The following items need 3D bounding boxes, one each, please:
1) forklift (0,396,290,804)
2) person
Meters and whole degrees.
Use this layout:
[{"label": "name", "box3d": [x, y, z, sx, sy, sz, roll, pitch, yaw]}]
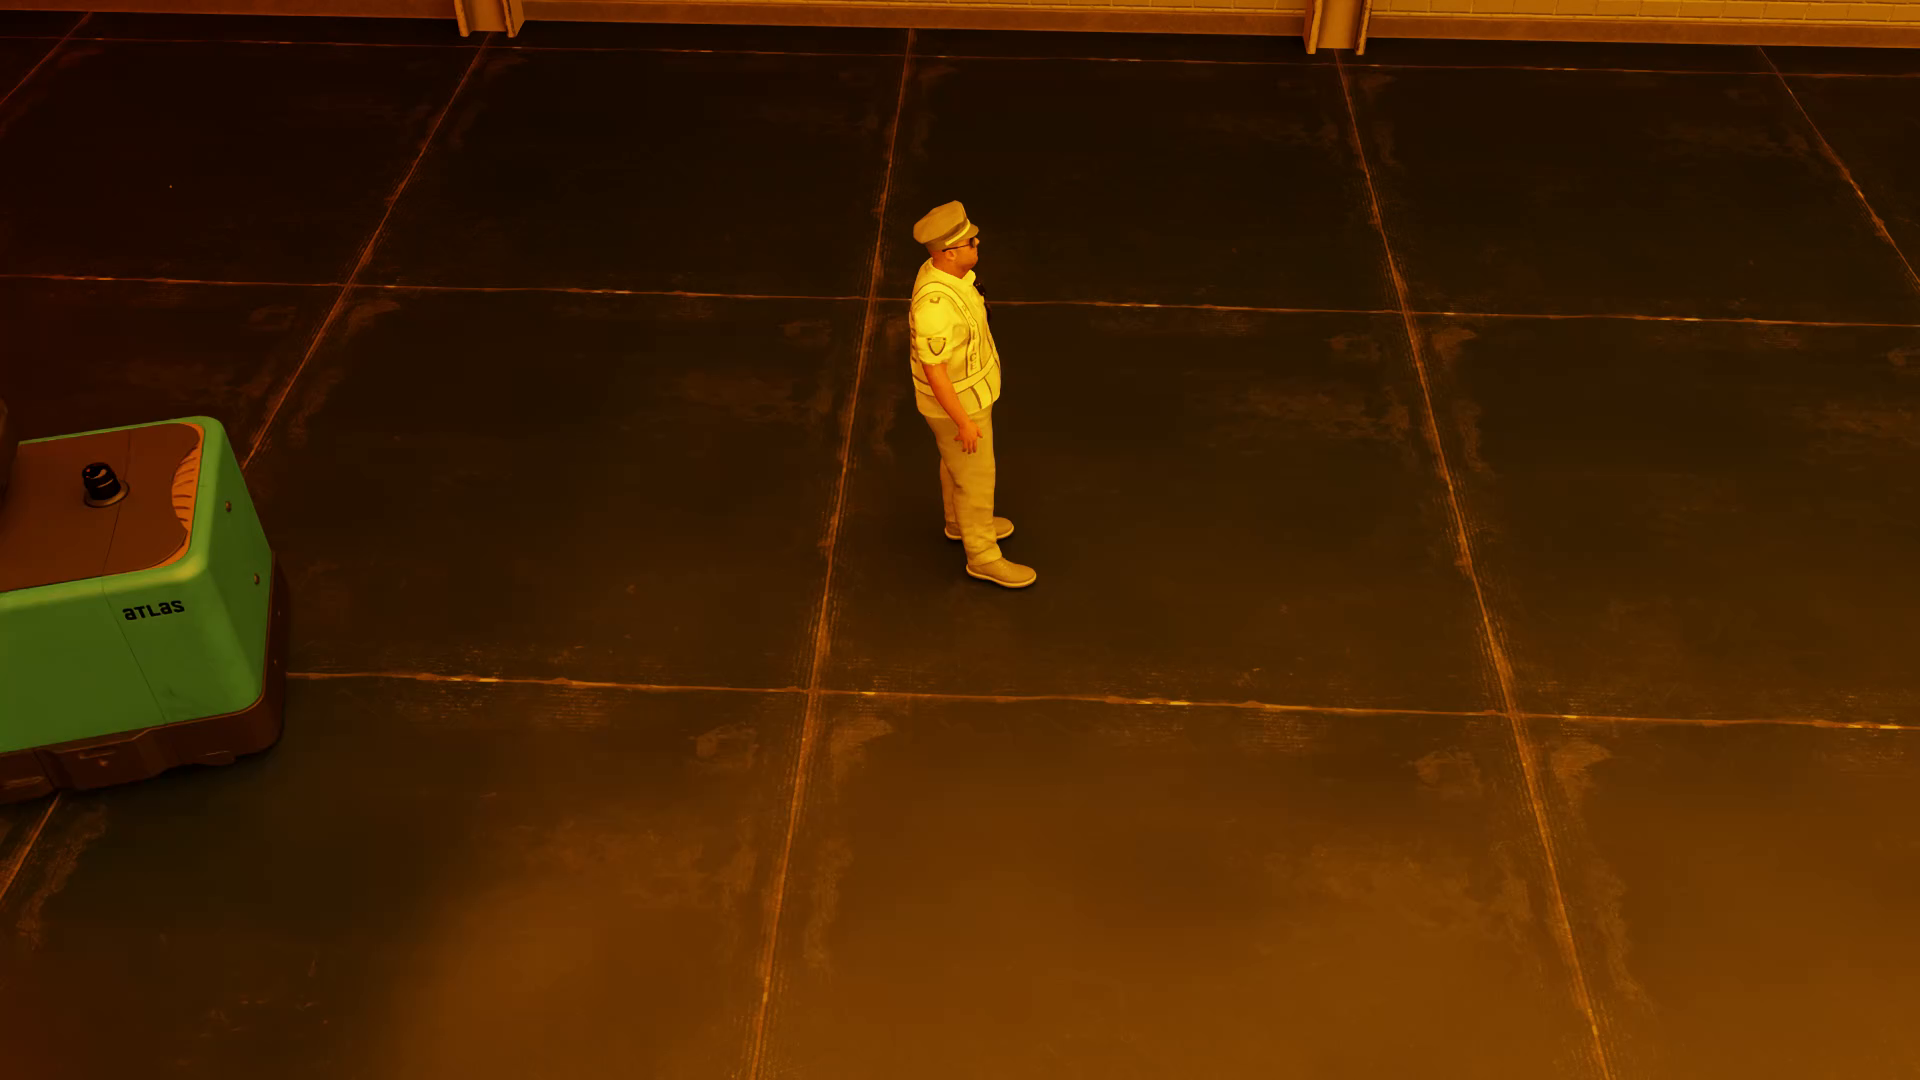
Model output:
[{"label": "forklift", "box3d": [-4.406, -0.262, 6.030, 3.031, 2.935, 1.130, -10, 43, -10]}, {"label": "person", "box3d": [0.077, -0.653, 7.299, 0.575, 1.781, 0.640, 2, 42, 2]}]
